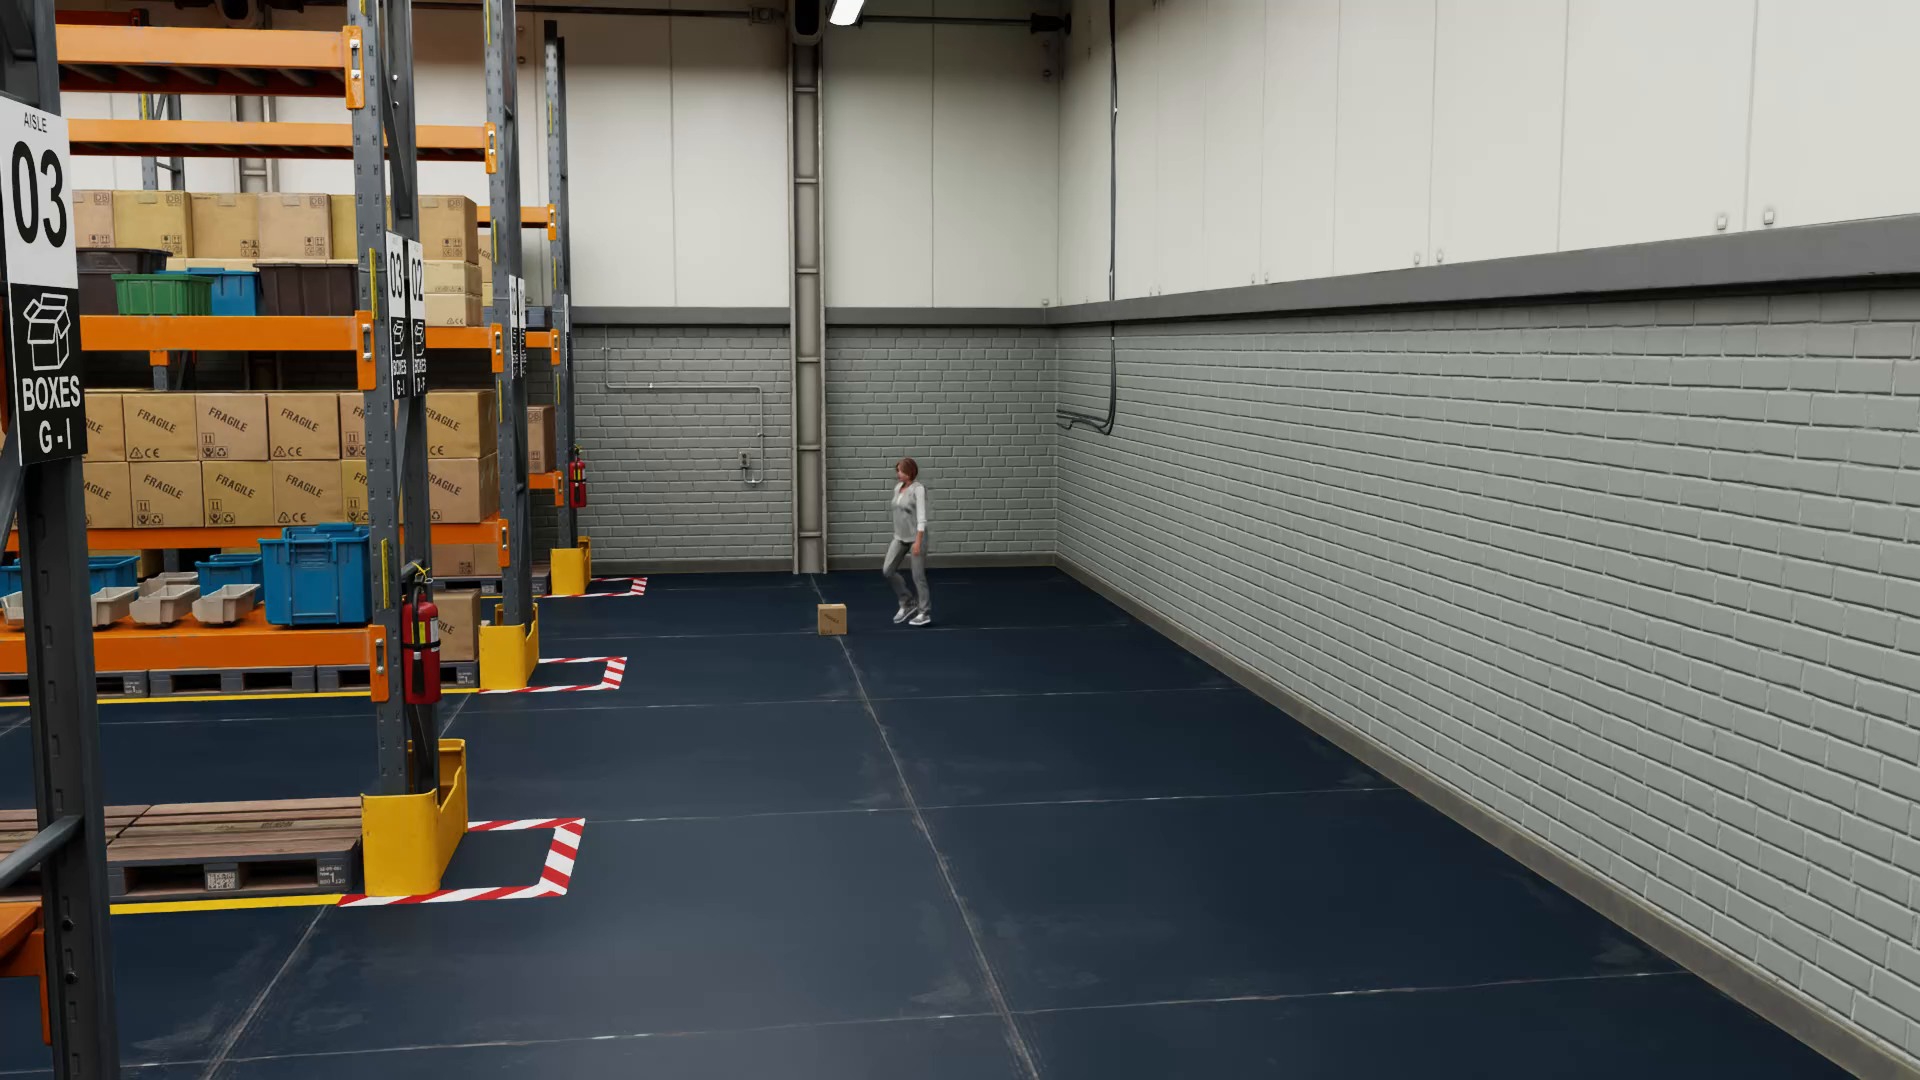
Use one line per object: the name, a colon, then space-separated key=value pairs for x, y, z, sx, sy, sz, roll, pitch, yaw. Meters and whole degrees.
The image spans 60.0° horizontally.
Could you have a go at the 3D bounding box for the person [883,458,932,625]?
person: x=-0.474 y=0.015 z=15.728 sx=0.445 sy=1.590 sz=0.447 roll=6 pitch=9 yaw=41
